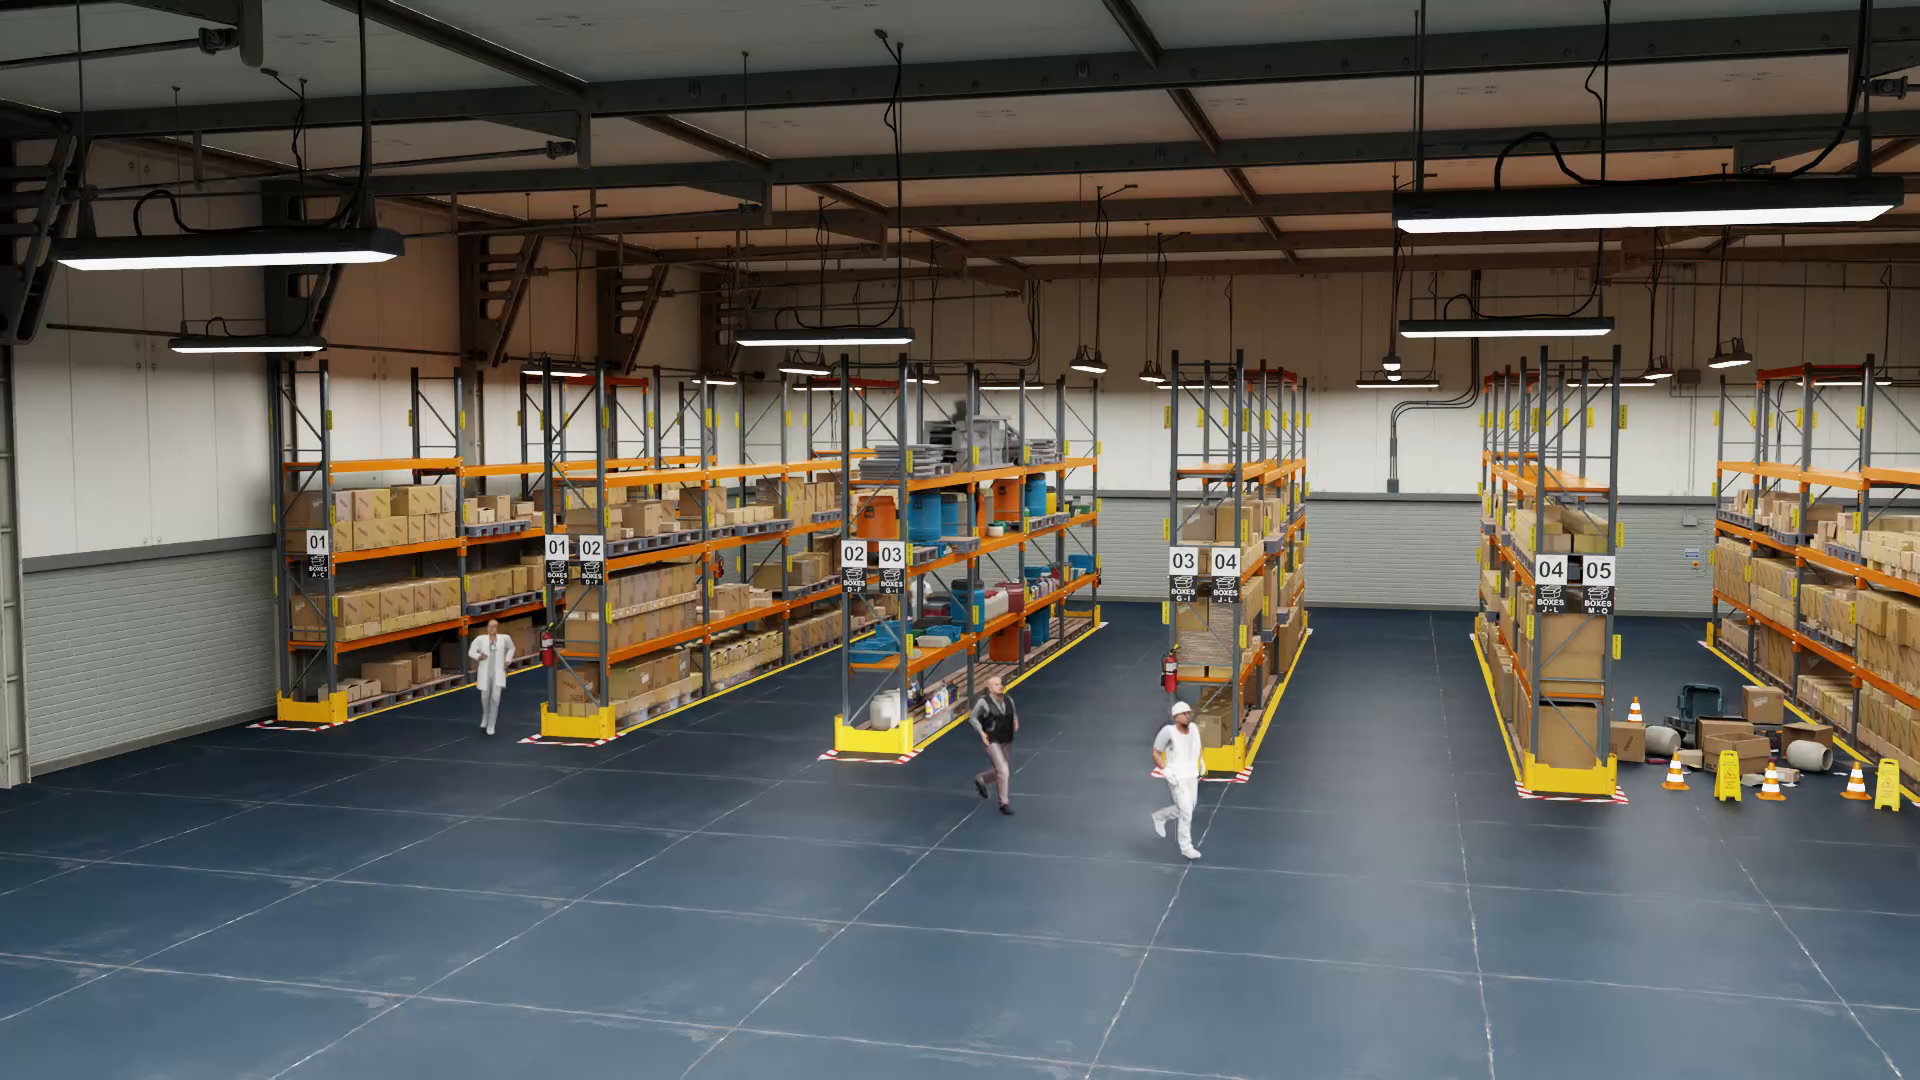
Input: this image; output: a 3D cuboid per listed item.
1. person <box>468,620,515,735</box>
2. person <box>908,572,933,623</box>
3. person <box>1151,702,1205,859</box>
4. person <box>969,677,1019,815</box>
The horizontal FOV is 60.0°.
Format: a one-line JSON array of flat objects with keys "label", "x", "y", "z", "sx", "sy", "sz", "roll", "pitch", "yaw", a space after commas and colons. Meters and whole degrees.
[{"label": "person", "x": -7.542, "y": 2.201, "z": 26.804, "sx": 0.720, "sy": 1.858, "sz": 0.806, "roll": -1, "pitch": 4, "yaw": -12}, {"label": "person", "x": -0.892, "y": 1.487, "z": 36.931, "sx": 0.581, "sy": 1.676, "sz": 0.932, "roll": 0, "pitch": 4, "yaw": 4}, {"label": "person", "x": 2.515, "y": 2.733, "z": 19.224, "sx": 0.679, "sy": 1.772, "sz": 0.831, "roll": -3, "pitch": 5, "yaw": -35}, {"label": "person", "x": 0.466, "y": 2.615, "z": 21.401, "sx": 0.654, "sy": 1.728, "sz": 0.843, "roll": -3, "pitch": 5, "yaw": -36}]
